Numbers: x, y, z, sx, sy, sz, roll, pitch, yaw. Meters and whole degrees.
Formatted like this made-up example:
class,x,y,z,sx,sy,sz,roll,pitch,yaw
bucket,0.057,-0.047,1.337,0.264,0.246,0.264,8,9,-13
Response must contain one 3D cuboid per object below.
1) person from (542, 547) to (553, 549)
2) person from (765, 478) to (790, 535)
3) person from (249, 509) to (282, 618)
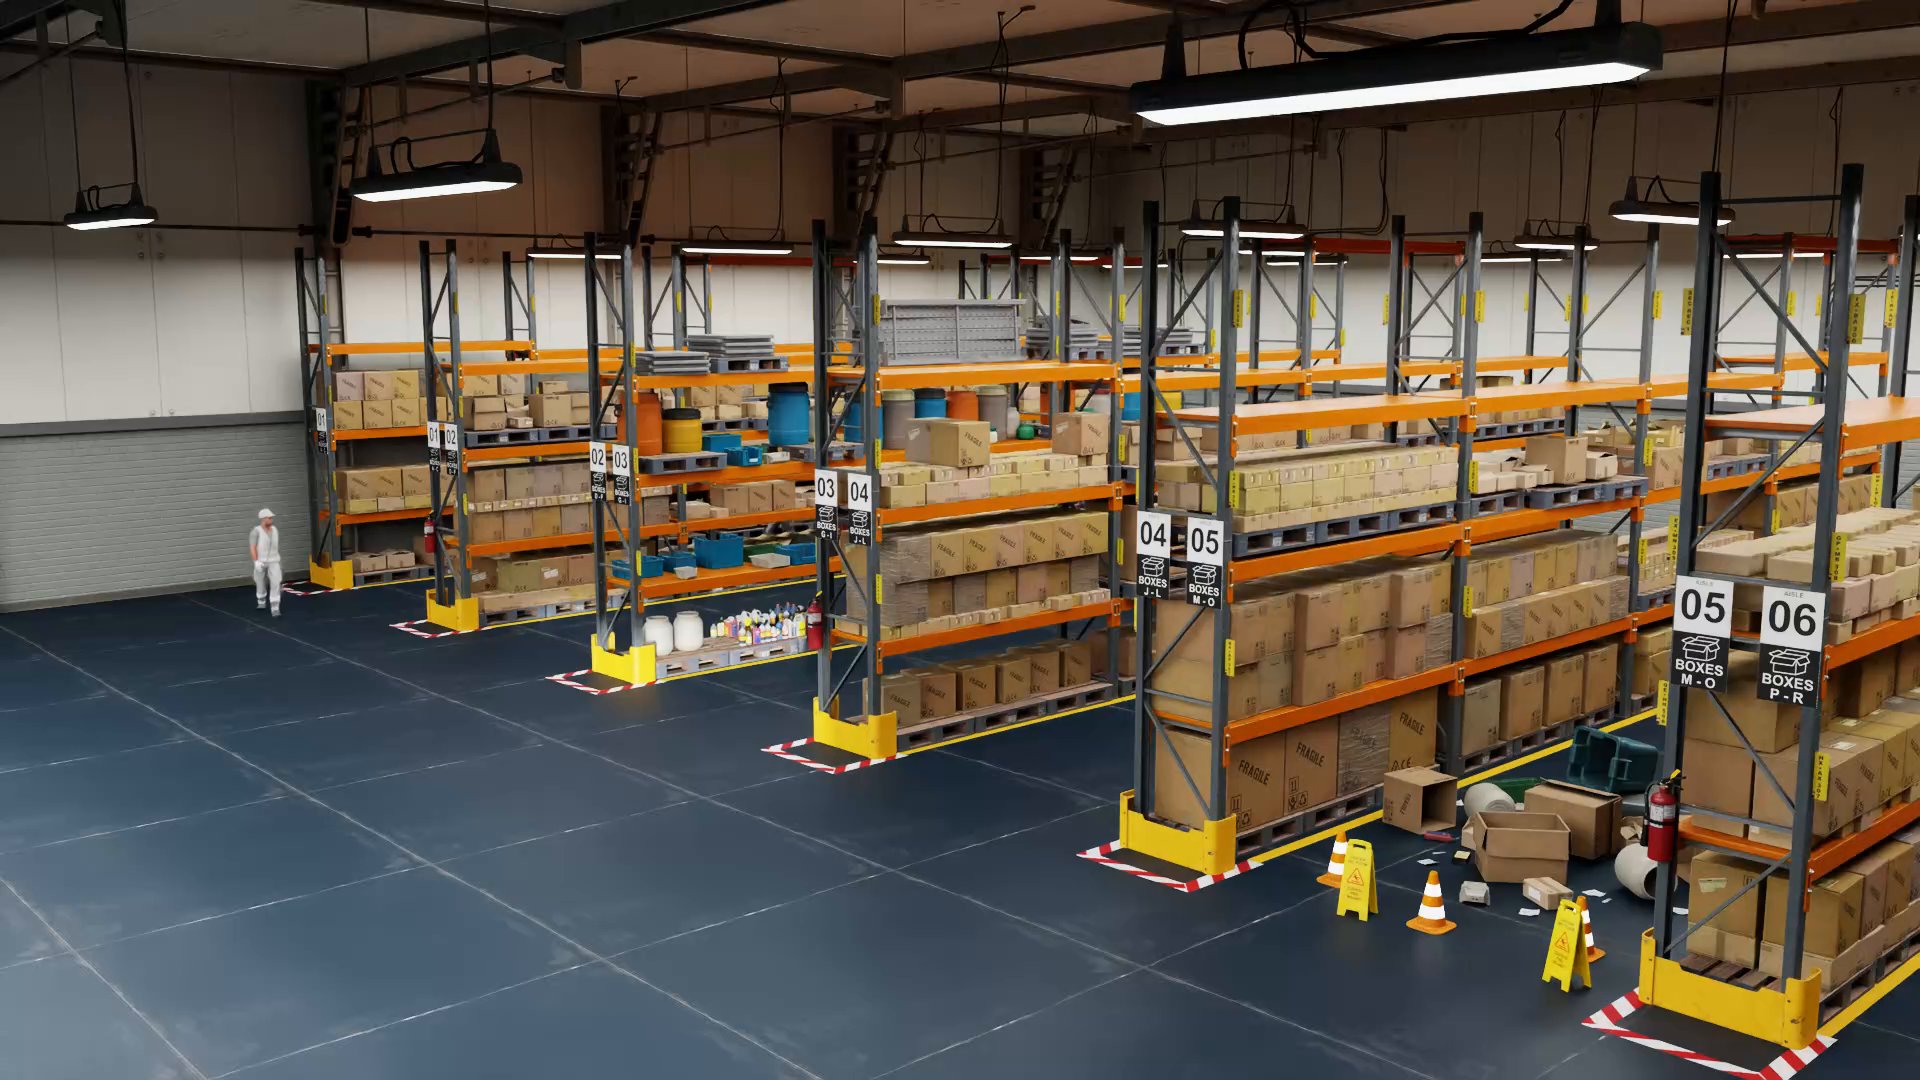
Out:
class,x,y,z,sx,sy,sz,roll,pitch,yaw
person,-7.405,-0.028,29.439,0.602,1.758,0.542,-1,8,-9
person,-3.564,-0.403,32.589,0.958,1.654,0.692,-7,11,-40
person,-11.244,0.371,26.941,0.473,1.750,1.045,-4,9,-24
